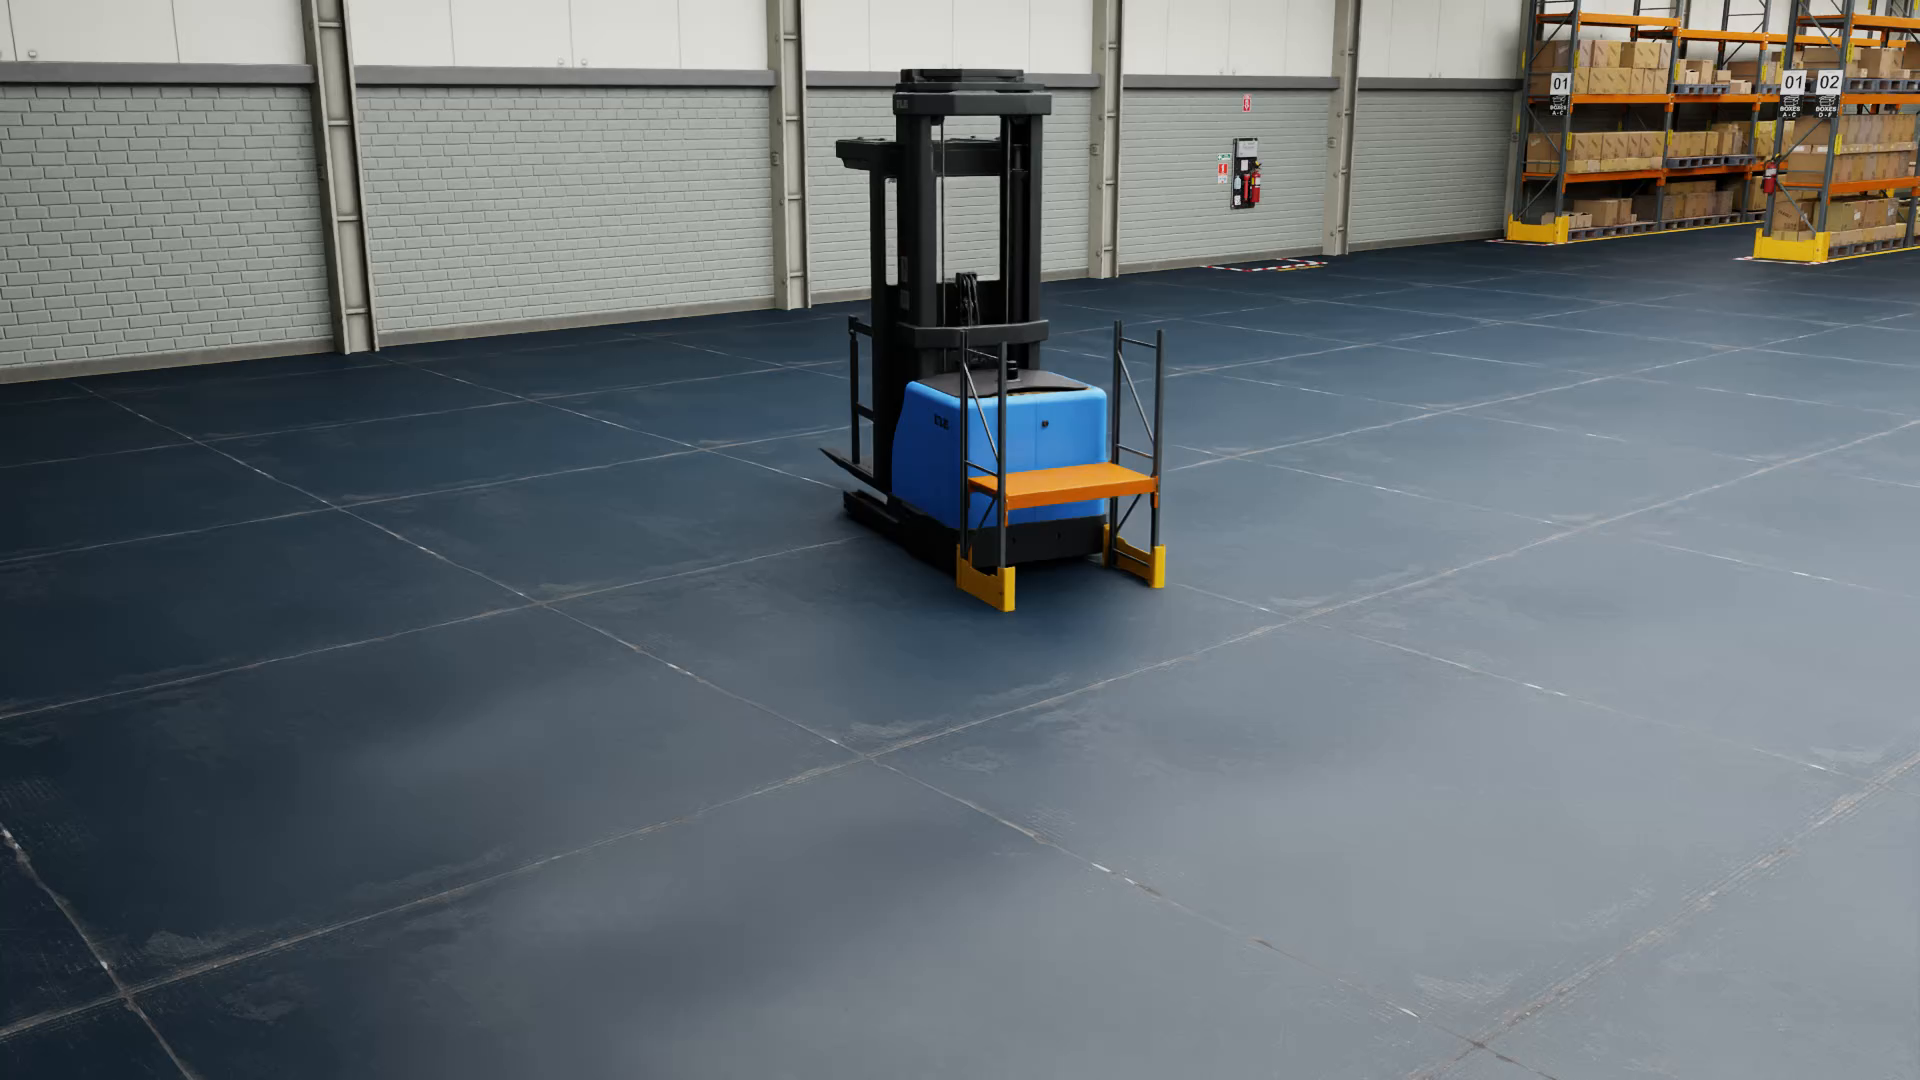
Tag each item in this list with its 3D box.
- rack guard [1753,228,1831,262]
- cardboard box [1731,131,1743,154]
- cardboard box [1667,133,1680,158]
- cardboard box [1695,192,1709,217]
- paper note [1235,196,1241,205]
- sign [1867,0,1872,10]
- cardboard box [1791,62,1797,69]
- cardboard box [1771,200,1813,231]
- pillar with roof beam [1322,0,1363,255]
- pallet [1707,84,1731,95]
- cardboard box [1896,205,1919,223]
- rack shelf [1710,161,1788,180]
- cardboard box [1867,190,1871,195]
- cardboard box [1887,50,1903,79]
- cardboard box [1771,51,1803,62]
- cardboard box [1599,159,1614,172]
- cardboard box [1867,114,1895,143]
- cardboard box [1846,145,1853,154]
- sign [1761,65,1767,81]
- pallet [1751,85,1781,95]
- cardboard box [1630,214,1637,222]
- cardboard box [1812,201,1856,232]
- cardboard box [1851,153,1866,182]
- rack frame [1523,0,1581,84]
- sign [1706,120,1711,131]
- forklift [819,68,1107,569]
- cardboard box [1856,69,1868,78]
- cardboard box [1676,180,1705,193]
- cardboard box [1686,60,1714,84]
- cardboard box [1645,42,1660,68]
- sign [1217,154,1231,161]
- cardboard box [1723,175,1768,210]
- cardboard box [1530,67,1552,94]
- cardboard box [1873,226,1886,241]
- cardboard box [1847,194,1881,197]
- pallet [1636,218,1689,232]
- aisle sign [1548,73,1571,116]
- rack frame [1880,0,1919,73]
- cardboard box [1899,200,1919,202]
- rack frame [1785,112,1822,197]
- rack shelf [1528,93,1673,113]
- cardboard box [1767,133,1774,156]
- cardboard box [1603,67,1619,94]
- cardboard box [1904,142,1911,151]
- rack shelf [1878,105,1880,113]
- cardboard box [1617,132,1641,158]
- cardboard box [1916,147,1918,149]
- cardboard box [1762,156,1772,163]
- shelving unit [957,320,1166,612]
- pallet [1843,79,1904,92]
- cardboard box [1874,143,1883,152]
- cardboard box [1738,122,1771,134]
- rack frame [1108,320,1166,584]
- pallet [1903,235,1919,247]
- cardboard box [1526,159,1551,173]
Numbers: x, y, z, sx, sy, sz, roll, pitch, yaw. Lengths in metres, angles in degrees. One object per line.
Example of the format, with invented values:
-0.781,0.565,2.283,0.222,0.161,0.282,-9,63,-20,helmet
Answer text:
14.592,-5.183,29.186,0.348,0.500,1.175,-13,19,-39,rack guard
17.042,-8.893,37.185,0.700,0.500,0.500,13,20,40,cardboard box
14.779,-8.377,35.251,0.500,0.500,0.700,-13,19,-39,cardboard box
16.060,-7.432,36.754,0.500,0.500,0.700,-13,20,-40,cardboard box
4.721,-5.776,28.268,0.142,0.148,0.016,-13,19,-39,paper note
23.066,-13.604,42.127,0.005,0.325,0.100,-13,19,-39,sign
18.874,-10.795,38.491,0.500,0.500,0.700,-13,20,-39,cardboard box
14.819,-5.780,29.639,0.500,0.500,0.500,-13,19,-39,cardboard box
9.615,-8.690,25.844,0.400,9.000,9.100,-13,19,-39,pillar with roof beam
15.689,-9.655,35.634,1.003,0.211,1.213,-13,19,-39,pallet
18.103,-6.239,31.724,0.500,0.311,0.500,-13,19,-39,cardboard box
18.899,-8.705,38.921,4.000,0.370,1.077,-13,19,-39,rack shelf
22.585,-8.842,42.068,0.500,0.500,0.700,-13,20,-40,cardboard box
17.074,-8.807,30.816,0.500,0.500,0.500,-11,18,-35,cardboard box
19.251,-11.244,38.720,0.500,0.250,0.500,-13,20,-41,cardboard box
12.702,-7.493,33.240,0.500,0.250,0.500,-13,20,-40,cardboard box
16.538,-7.501,30.310,0.500,0.500,0.700,-13,20,-39,cardboard box
15.434,-6.868,29.200,0.250,0.149,0.380,-13,19,-39,cardboard box
17.745,-10.307,36.709,0.005,0.325,0.100,-13,19,-39,sign
17.841,-10.191,37.644,1.003,0.211,1.213,-12,19,-37,pallet
13.989,-6.784,34.971,0.380,0.166,0.250,13,20,40,cardboard box
15.536,-5.764,29.579,0.500,0.500,0.500,-13,19,-39,cardboard box
15.742,-6.693,29.799,0.500,0.500,0.700,-12,19,-39,cardboard box
11.355,-10.257,31.712,0.127,3.000,1.000,-13,19,-39,rack frame
17.023,-9.381,37.813,0.005,0.325,0.100,-13,19,-39,sign
-0.149,-1.578,10.980,1.130,2.935,3.031,-6,16,-23,forklift
15.613,-8.158,29.069,0.250,0.149,0.380,-13,19,-39,cardboard box
16.025,-7.776,36.589,0.500,0.250,0.500,-13,20,-40,cardboard box
15.768,-10.023,35.640,0.500,0.500,0.500,-14,20,-41,cardboard box
13.764,-9.793,33.619,0.500,0.500,0.500,-11,19,-36,cardboard box
4.424,-6.417,27.864,0.331,0.109,0.001,-13,19,-39,sign
18.031,-7.977,38.154,0.750,0.750,0.750,-13,20,-40,cardboard box
11.504,-8.986,32.533,0.500,0.500,0.500,-11,18,-35,cardboard box
16.670,-5.656,30.625,0.500,0.250,0.500,-13,19,-39,cardboard box
17.072,-6.292,31.553,0.500,0.500,0.500,-13,19,-39,cardboard box
14.959,-6.821,35.878,1.213,0.211,1.003,-13,19,-39,pallet
11.498,-8.544,31.887,0.004,0.787,0.394,-13,19,-39,aisle sign
17.627,-9.971,30.641,0.127,3.000,1.000,-13,19,-39,rack frame
18.893,-6.600,33.075,0.500,0.311,0.500,-13,20,-40,cardboard box
20.408,-9.391,40.097,0.127,3.000,1.000,-13,19,-39,rack frame
12.864,-8.799,33.461,4.000,0.370,1.077,-13,19,-39,rack shelf
18.326,-9.035,37.953,0.500,0.500,0.500,-12,19,-38,cardboard box
12.589,-9.047,32.761,0.500,0.500,0.500,-12,19,-37,cardboard box
17.375,-7.305,30.835,0.250,0.149,0.380,-13,20,-41,cardboard box
19.136,-8.513,32.389,4.000,0.370,1.077,-13,19,-39,rack shelf
13.459,-8.027,33.786,0.500,0.500,0.500,-13,20,-41,cardboard box
18.993,-7.422,32.529,0.500,0.500,0.500,-13,19,-39,cardboard box
18.243,-8.682,37.890,0.250,0.149,0.380,-12,19,-38,cardboard box
0.587,-0.453,9.539,1.083,1.500,0.587,-7,17,-26,shelving unit
16.081,-8.124,29.710,1.213,0.211,1.003,-13,19,-39,pallet
16.406,-7.086,30.015,0.250,0.149,0.380,-12,19,-38,cardboard box
17.924,-9.309,37.528,0.500,0.250,0.500,-12,19,-38,cardboard box
1.033,-0.511,9.756,0.032,1.500,0.500,-7,17,-26,rack frame
18.158,-5.858,32.271,1.213,0.211,1.003,-13,19,-39,pallet
11.581,-7.413,32.941,0.500,0.250,0.500,-12,19,-39,cardboard box
